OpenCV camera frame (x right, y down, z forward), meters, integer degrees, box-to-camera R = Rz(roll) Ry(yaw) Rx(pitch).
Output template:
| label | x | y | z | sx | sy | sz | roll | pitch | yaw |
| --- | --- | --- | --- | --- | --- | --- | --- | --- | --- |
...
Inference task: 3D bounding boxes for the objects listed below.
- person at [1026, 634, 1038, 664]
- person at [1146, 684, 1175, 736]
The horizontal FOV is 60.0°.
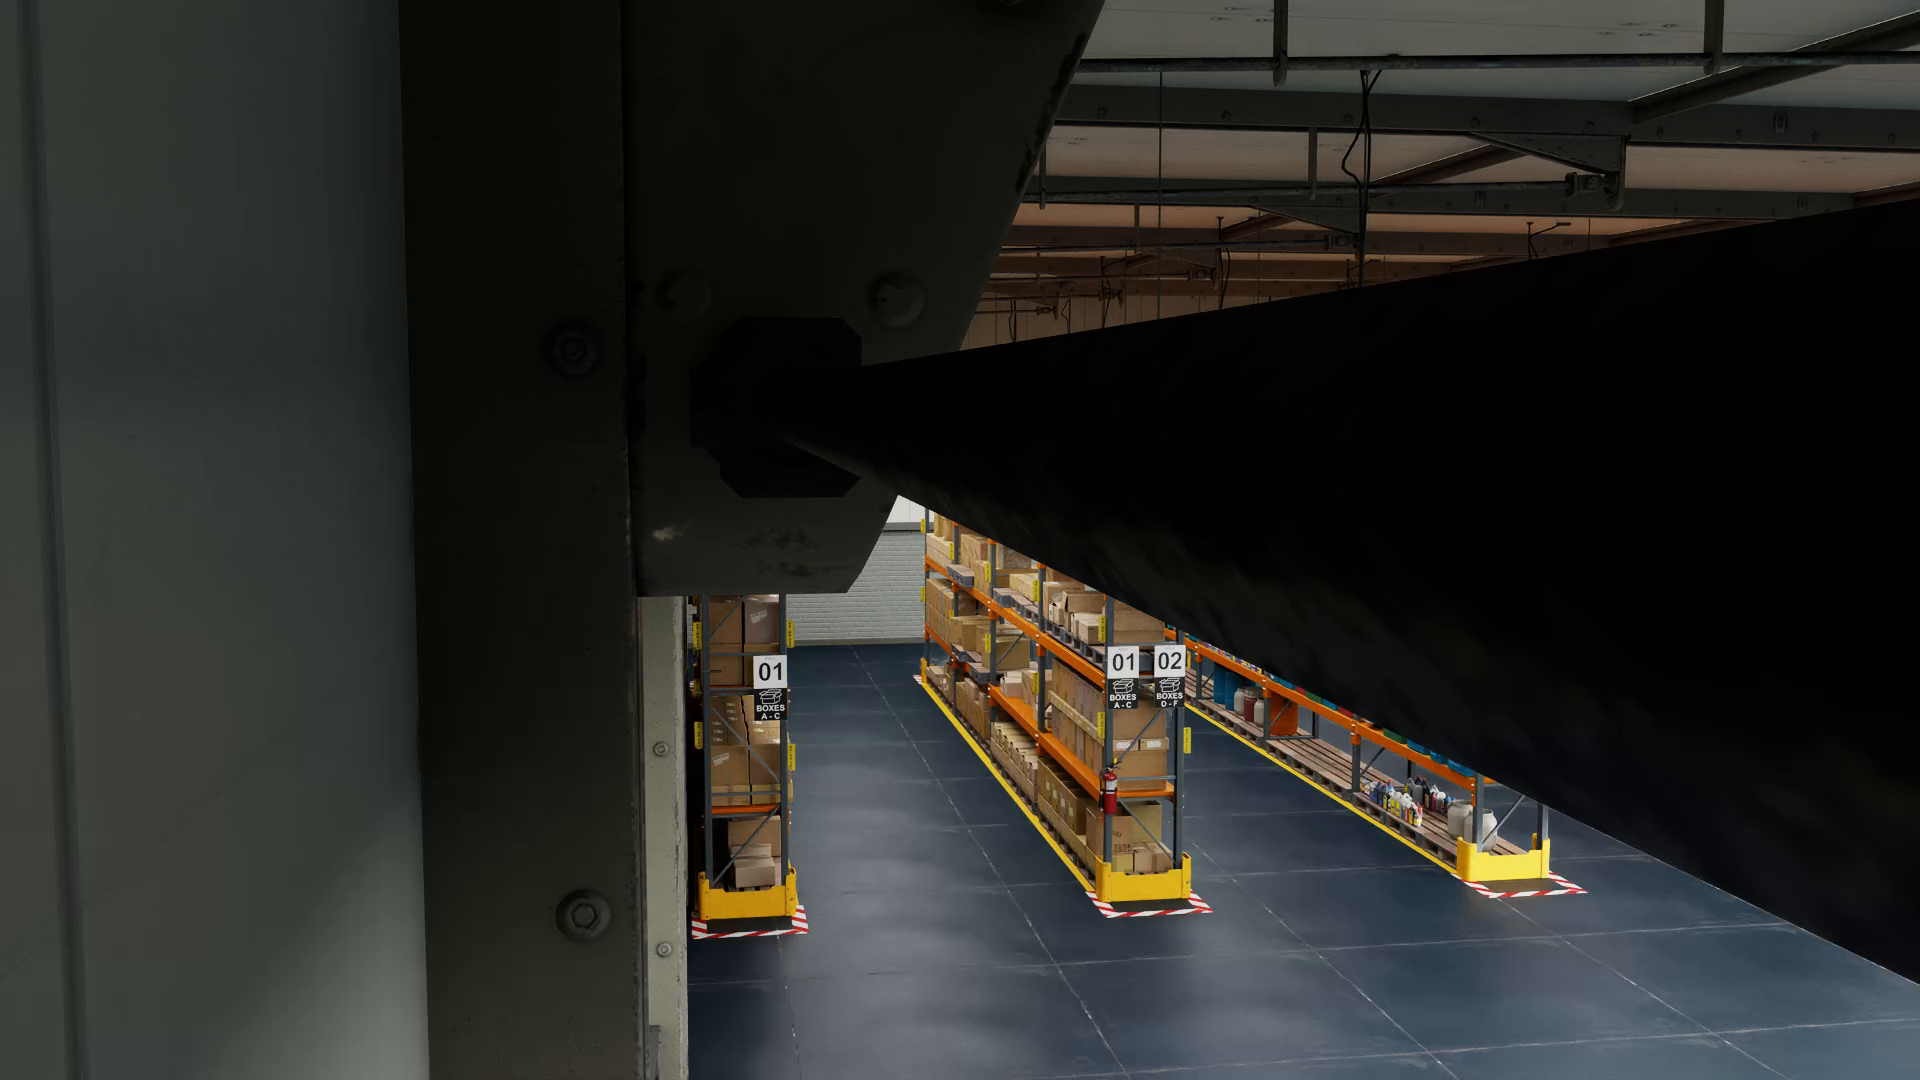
| label | x | y | z | sx | sy | sz | roll | pitch | yaw |
| --- | --- | --- | --- | --- | --- | --- | --- | --- | --- |
| person | 1.451 | 2.030 | 36.935 | 0.802 | 1.615 | 0.604 | 4 | 7 | 42 |
| person | 3.693 | 2.811 | 30.310 | 0.670 | 1.752 | 0.611 | -1 | 5 | -13 |
